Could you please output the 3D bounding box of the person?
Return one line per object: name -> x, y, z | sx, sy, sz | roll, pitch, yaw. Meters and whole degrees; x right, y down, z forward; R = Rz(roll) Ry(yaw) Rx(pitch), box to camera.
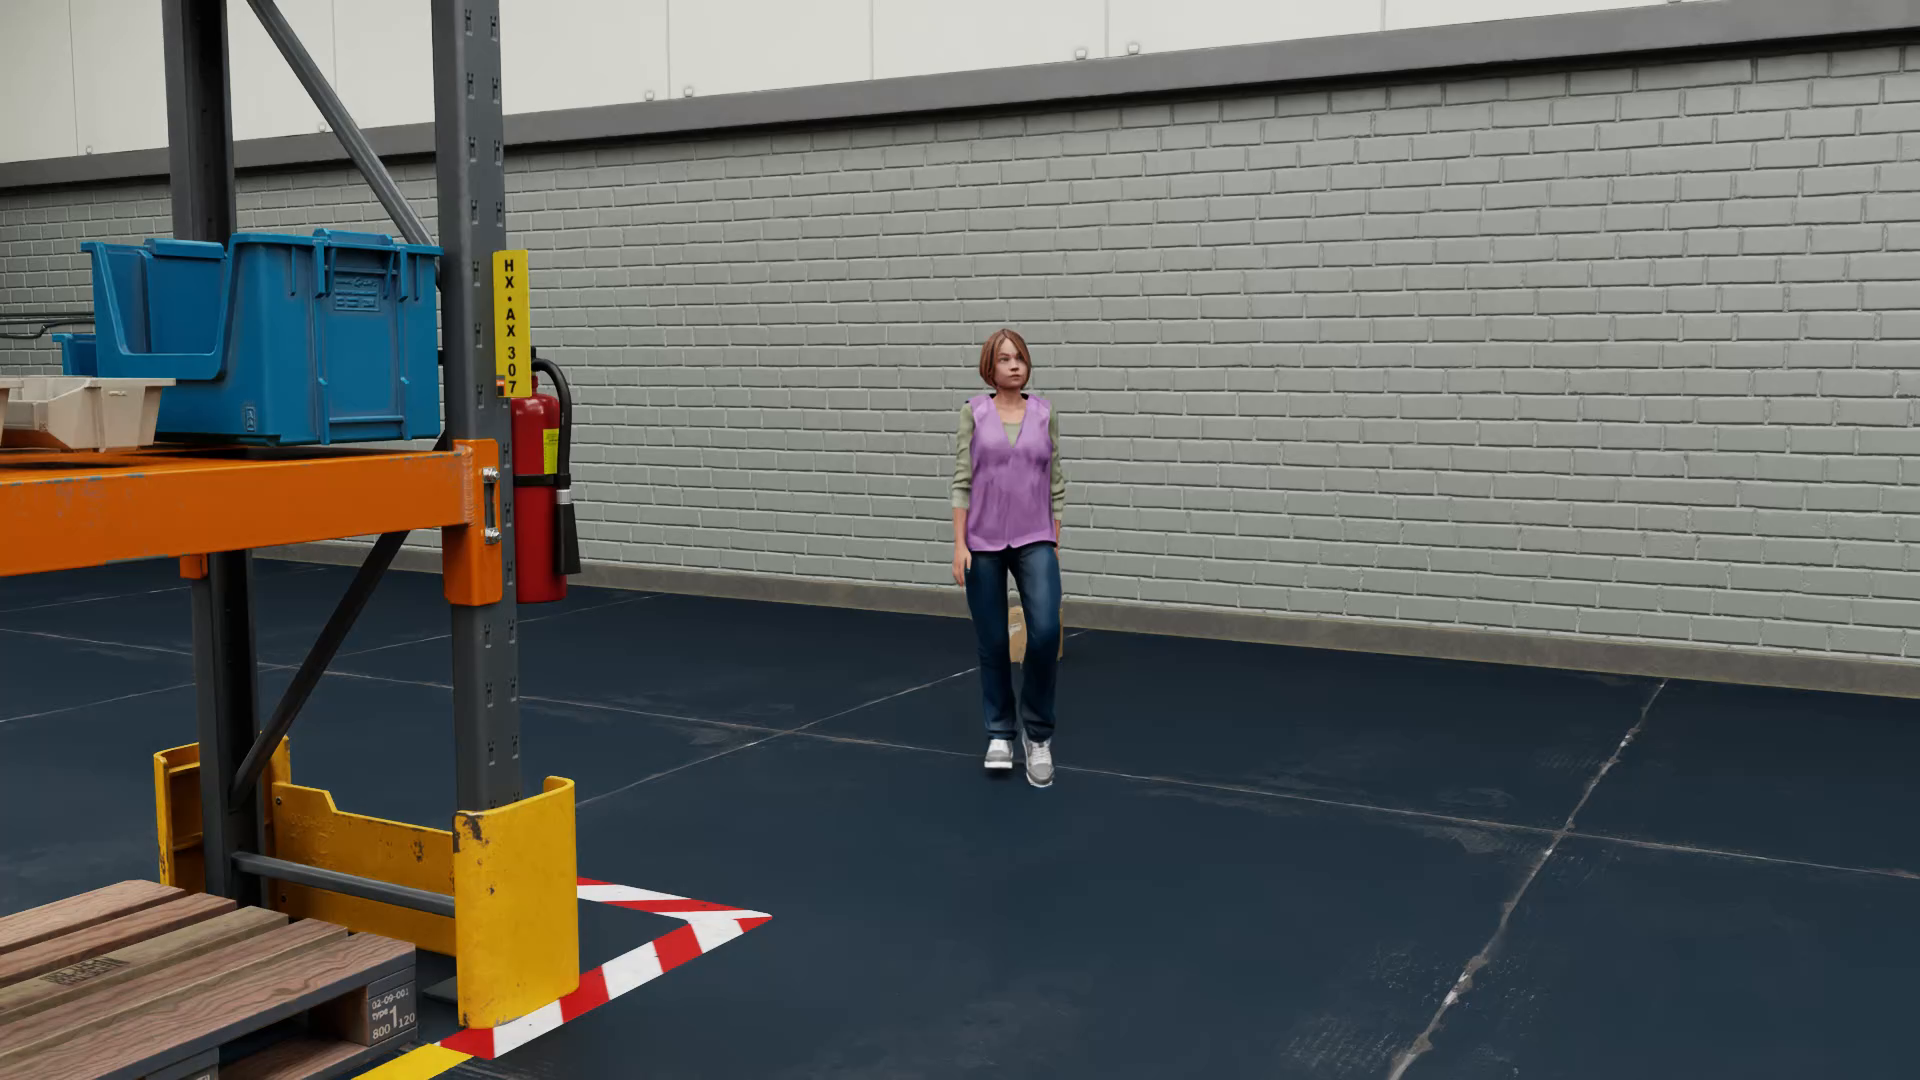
person -> 0.175, 0.063, 5.938 | 0.415, 1.628, 0.451 | 0, 6, 0
